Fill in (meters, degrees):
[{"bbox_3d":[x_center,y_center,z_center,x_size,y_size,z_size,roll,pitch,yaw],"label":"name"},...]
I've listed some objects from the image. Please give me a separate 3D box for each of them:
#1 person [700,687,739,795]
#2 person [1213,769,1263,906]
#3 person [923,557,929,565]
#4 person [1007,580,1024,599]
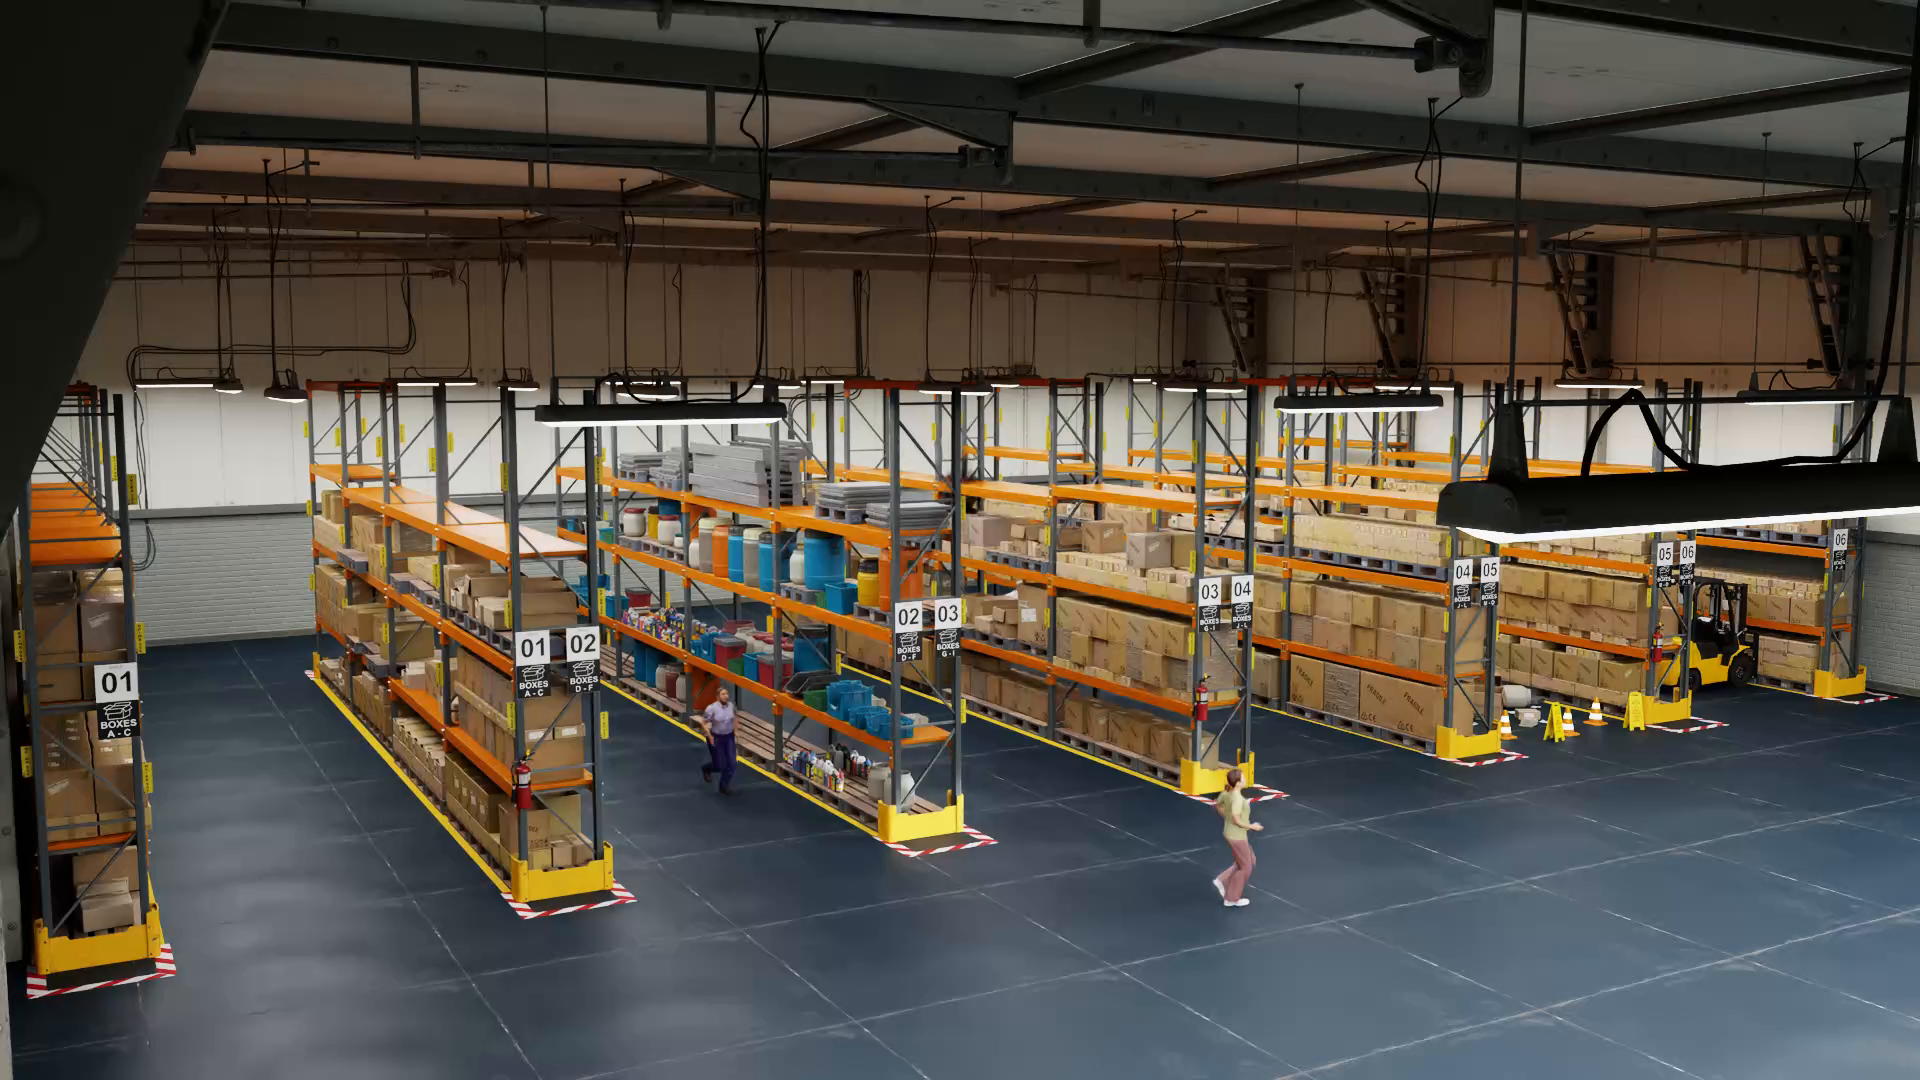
[{"bbox_3d":[-3.552,2.946,24.555,0.593,1.588,0.586,-5,8,-38],"label":"person"},{"bbox_3d":[3.255,3.464,19.380,0.486,1.628,0.597,-1,6,-6],"label":"person"},{"bbox_3d":[-0.920,1.206,40.726,0.605,1.675,0.662,2,7,22],"label":"person"},{"bbox_3d":[1.296,1.687,36.150,0.610,1.624,0.526,-4,7,-34],"label":"person"}]
